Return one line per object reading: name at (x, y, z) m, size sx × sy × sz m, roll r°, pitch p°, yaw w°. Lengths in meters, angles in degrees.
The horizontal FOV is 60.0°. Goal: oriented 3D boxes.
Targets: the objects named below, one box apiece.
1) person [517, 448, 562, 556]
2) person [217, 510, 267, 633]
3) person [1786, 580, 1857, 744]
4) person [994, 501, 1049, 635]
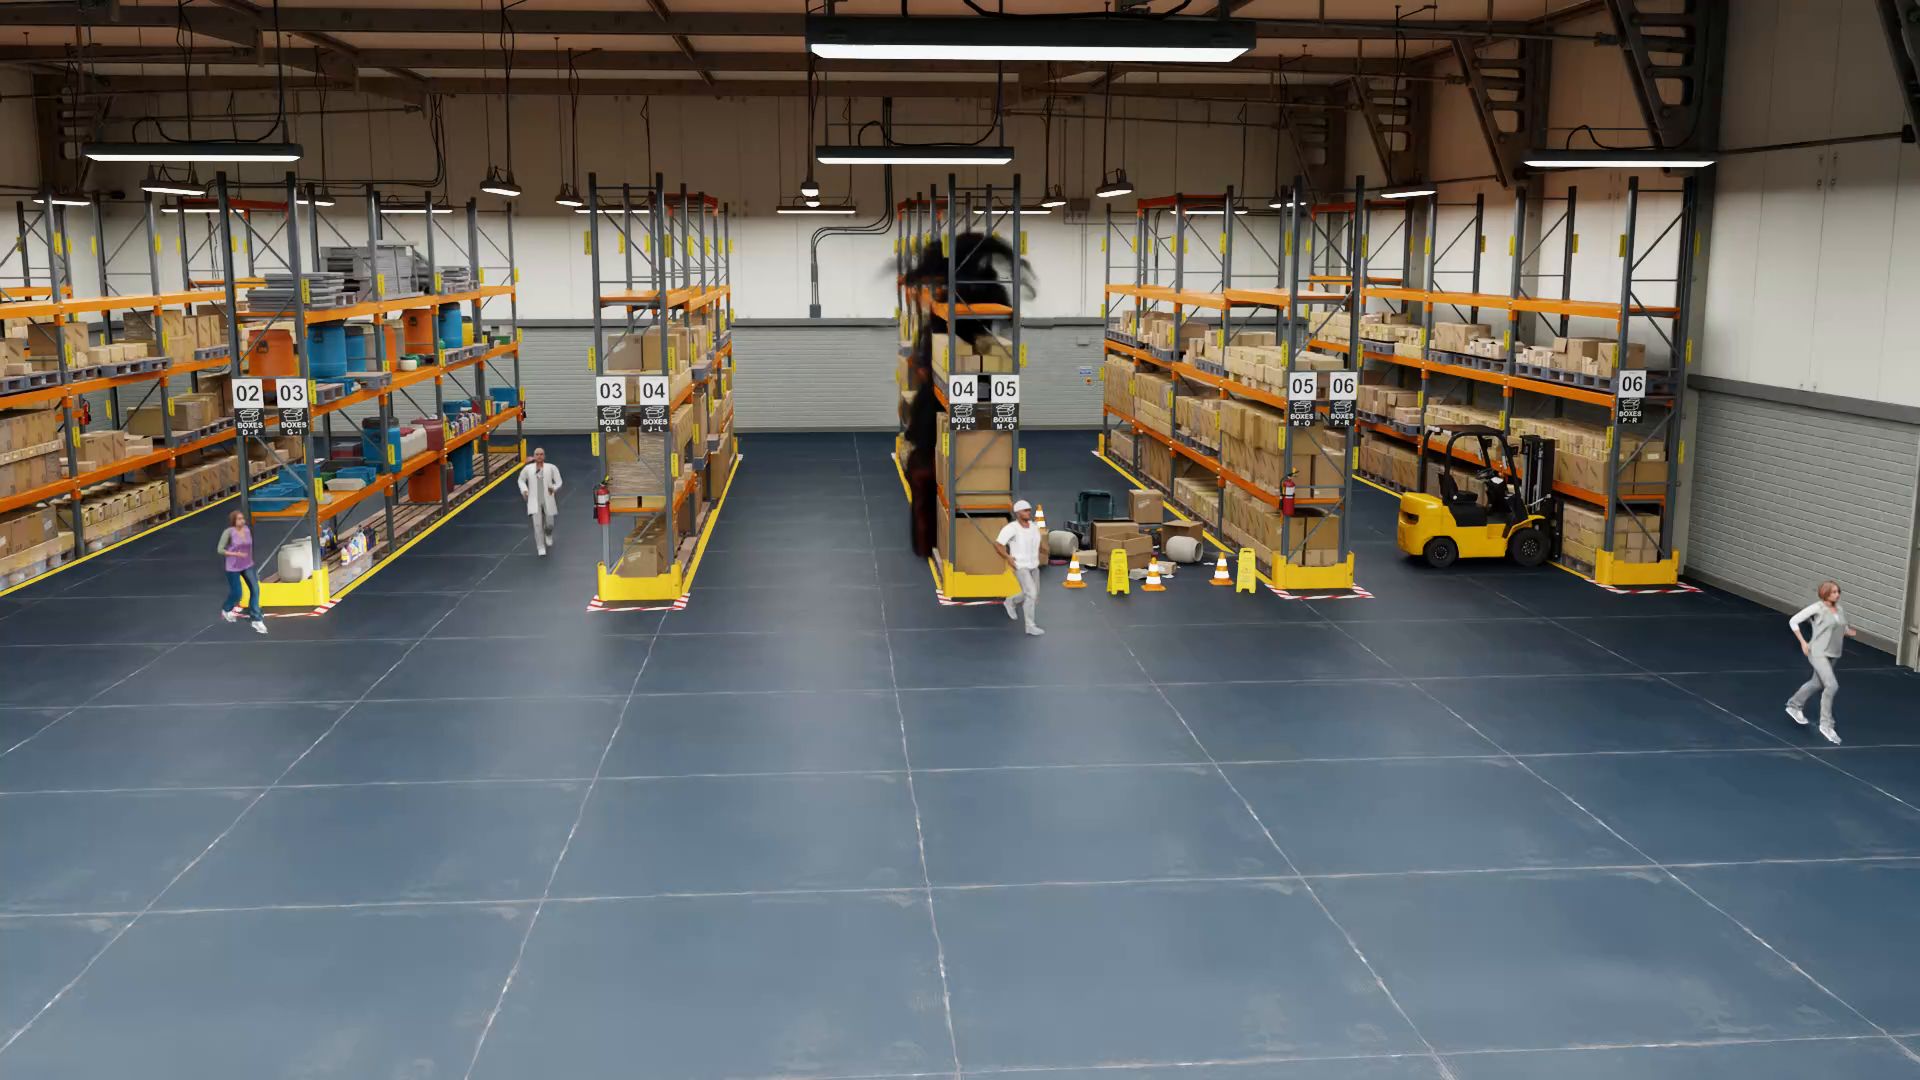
person at (-6.899, -0.676, 27.339) m, size 0.715 × 1.653 × 0.817 m, roll -3°, pitch 10°, yaw -14°
person at (-9.489, 0.397, 21.890) m, size 0.827 × 1.610 × 0.576 m, roll 7°, pitch 12°, yaw 36°
person at (8.869, 1.219, 17.149) m, size 0.497 × 1.641 × 0.742 m, roll -5°, pitch 11°, yaw -27°
person at (0.818, 0.345, 21.770) m, size 0.714 × 1.735 × 0.838 m, roll -9°, pitch 14°, yaw -42°
